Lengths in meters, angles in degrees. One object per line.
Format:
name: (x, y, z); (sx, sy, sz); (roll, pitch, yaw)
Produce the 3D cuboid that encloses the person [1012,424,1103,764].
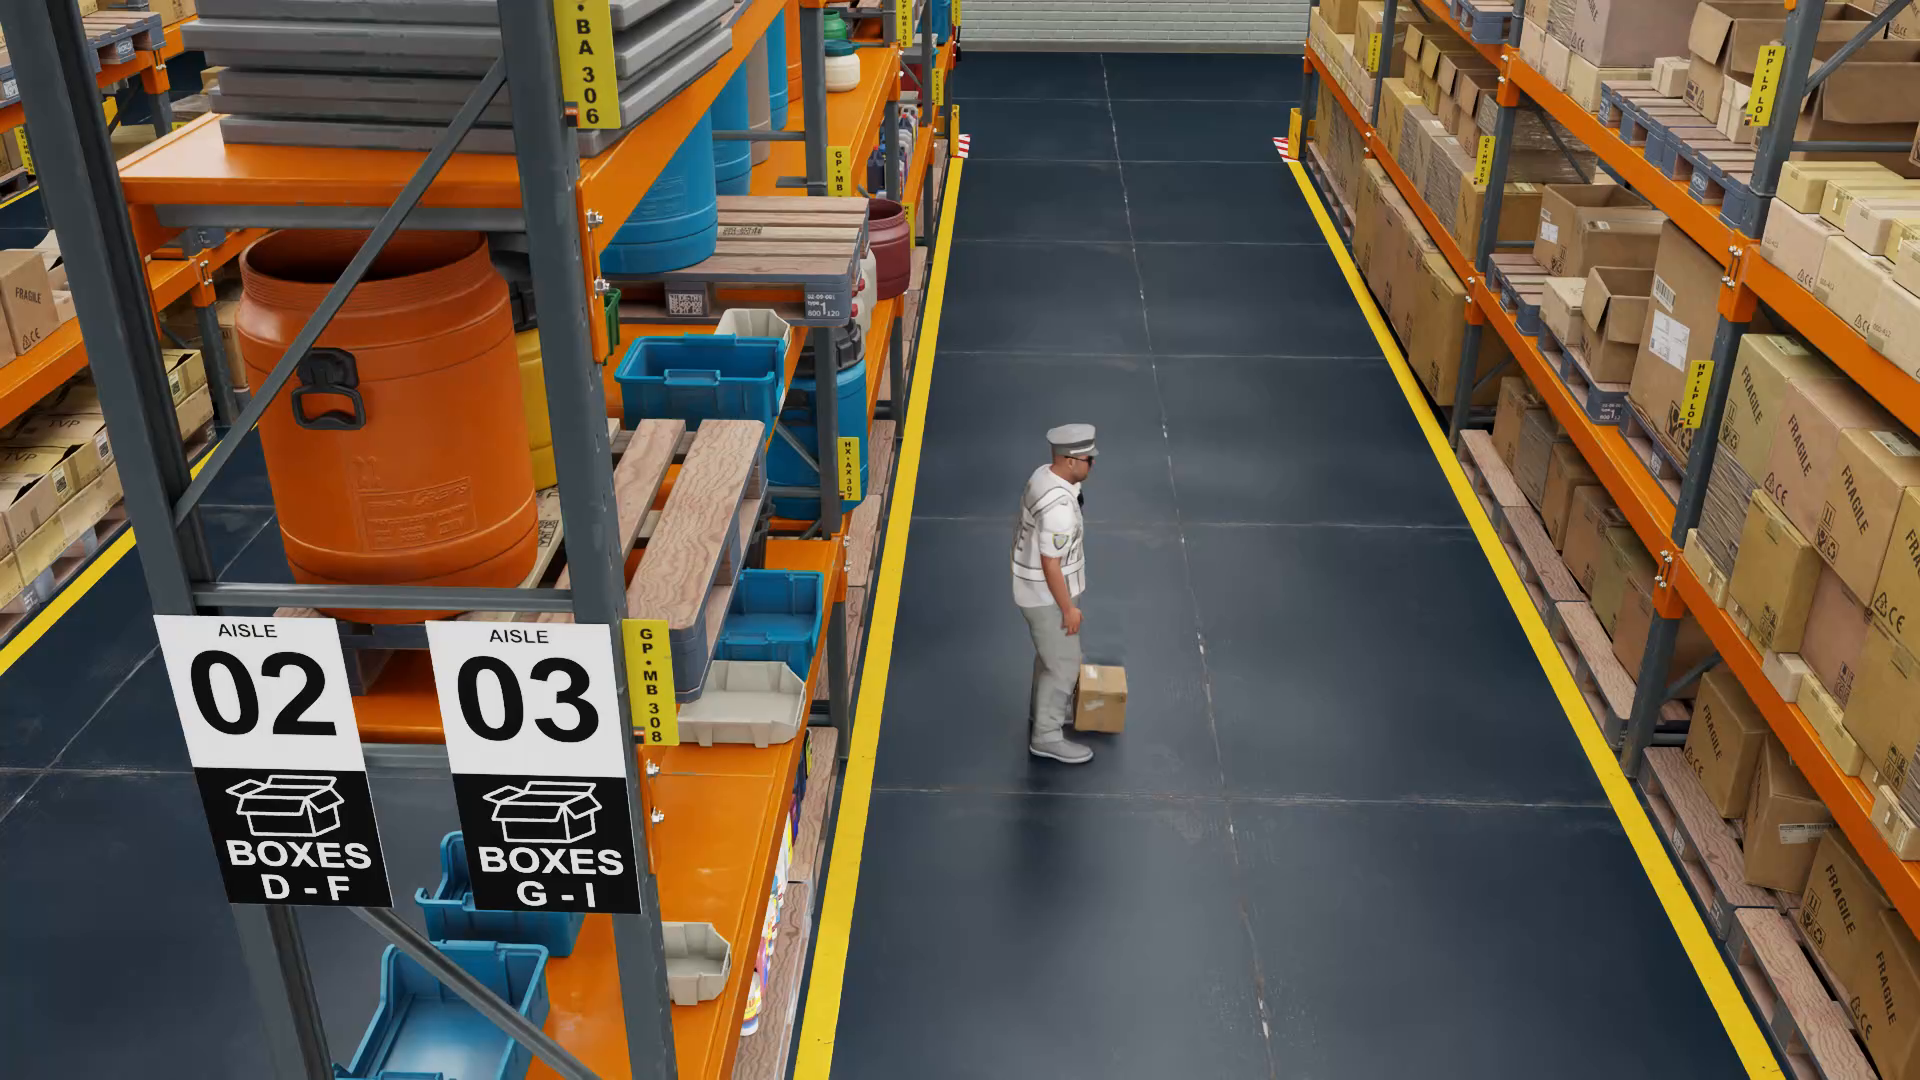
person: (0.476, 0.244, 8.383); (0.434, 1.748, 0.588); (1, 28, 1)
